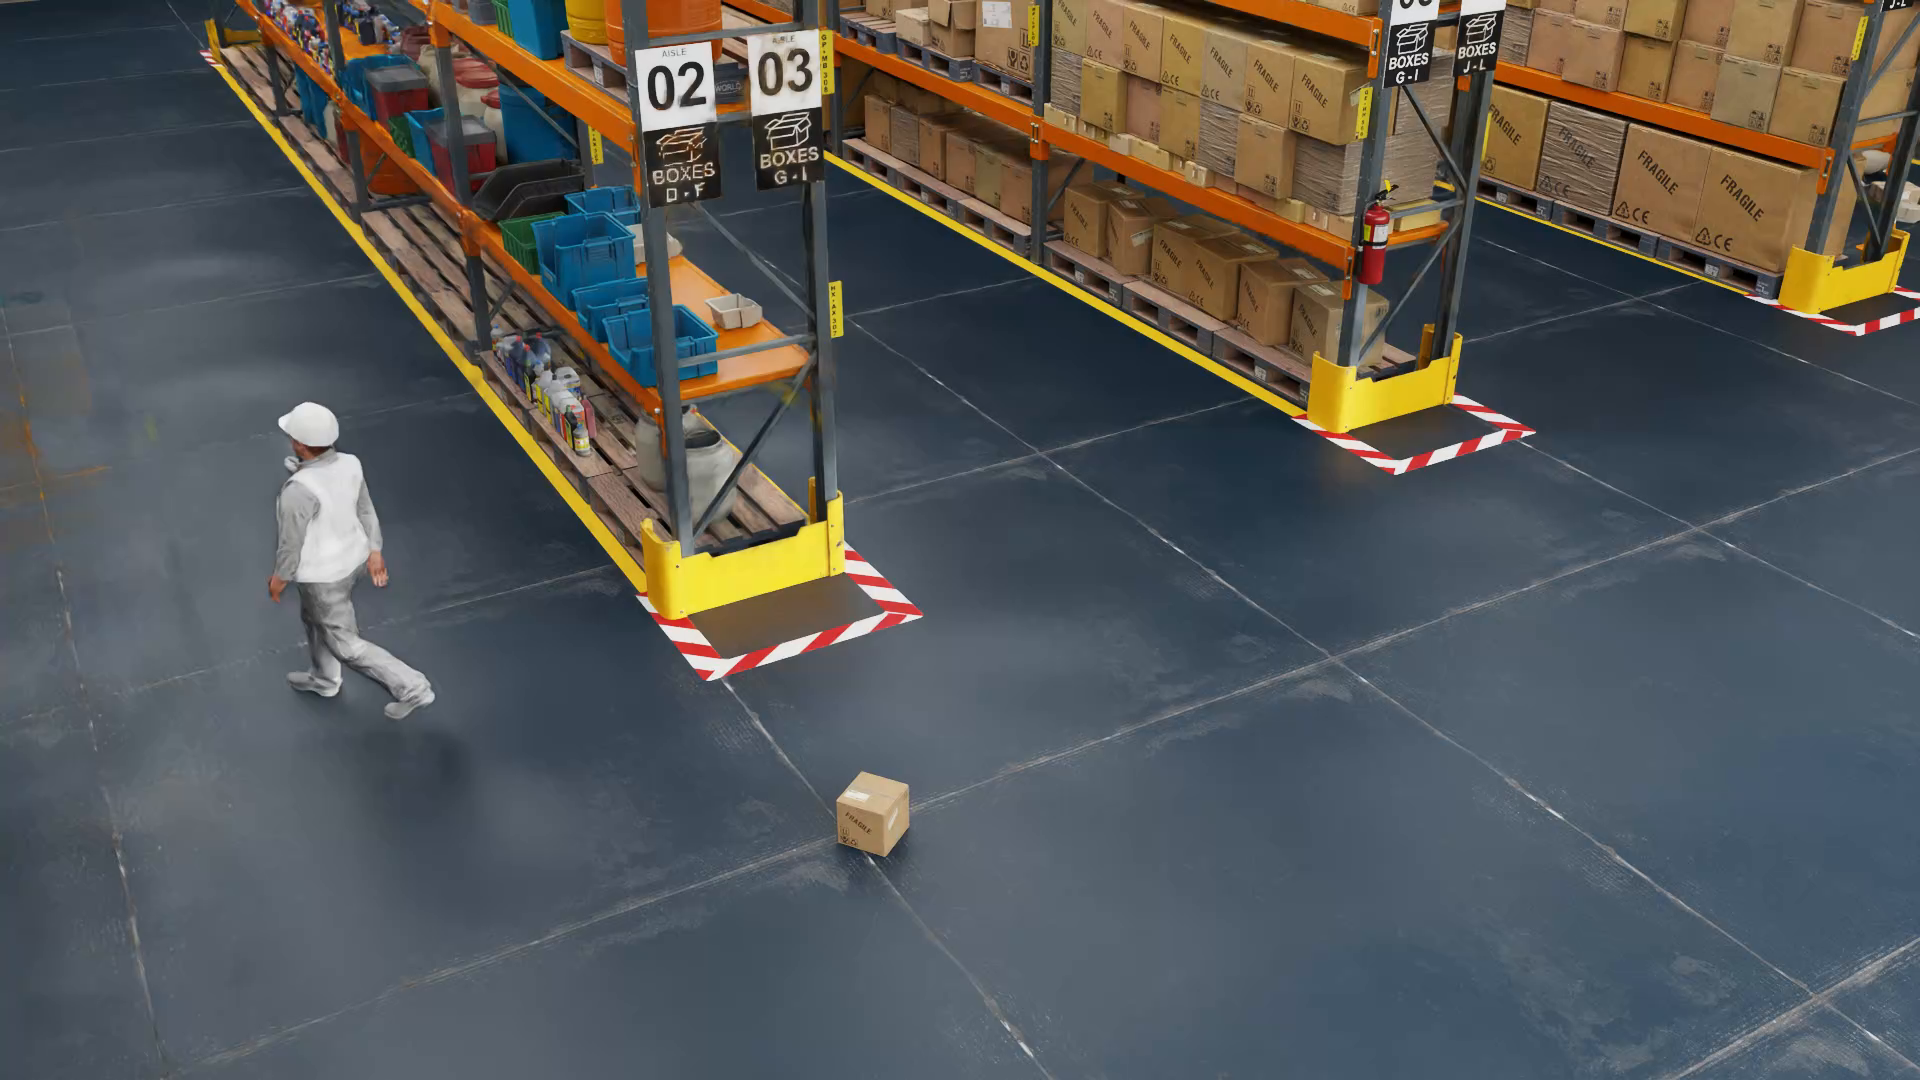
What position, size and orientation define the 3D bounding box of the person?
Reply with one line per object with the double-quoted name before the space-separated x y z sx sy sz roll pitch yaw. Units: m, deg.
"person" -3.140 0.120 8.321 0.982 1.736 0.532 6 29 11
